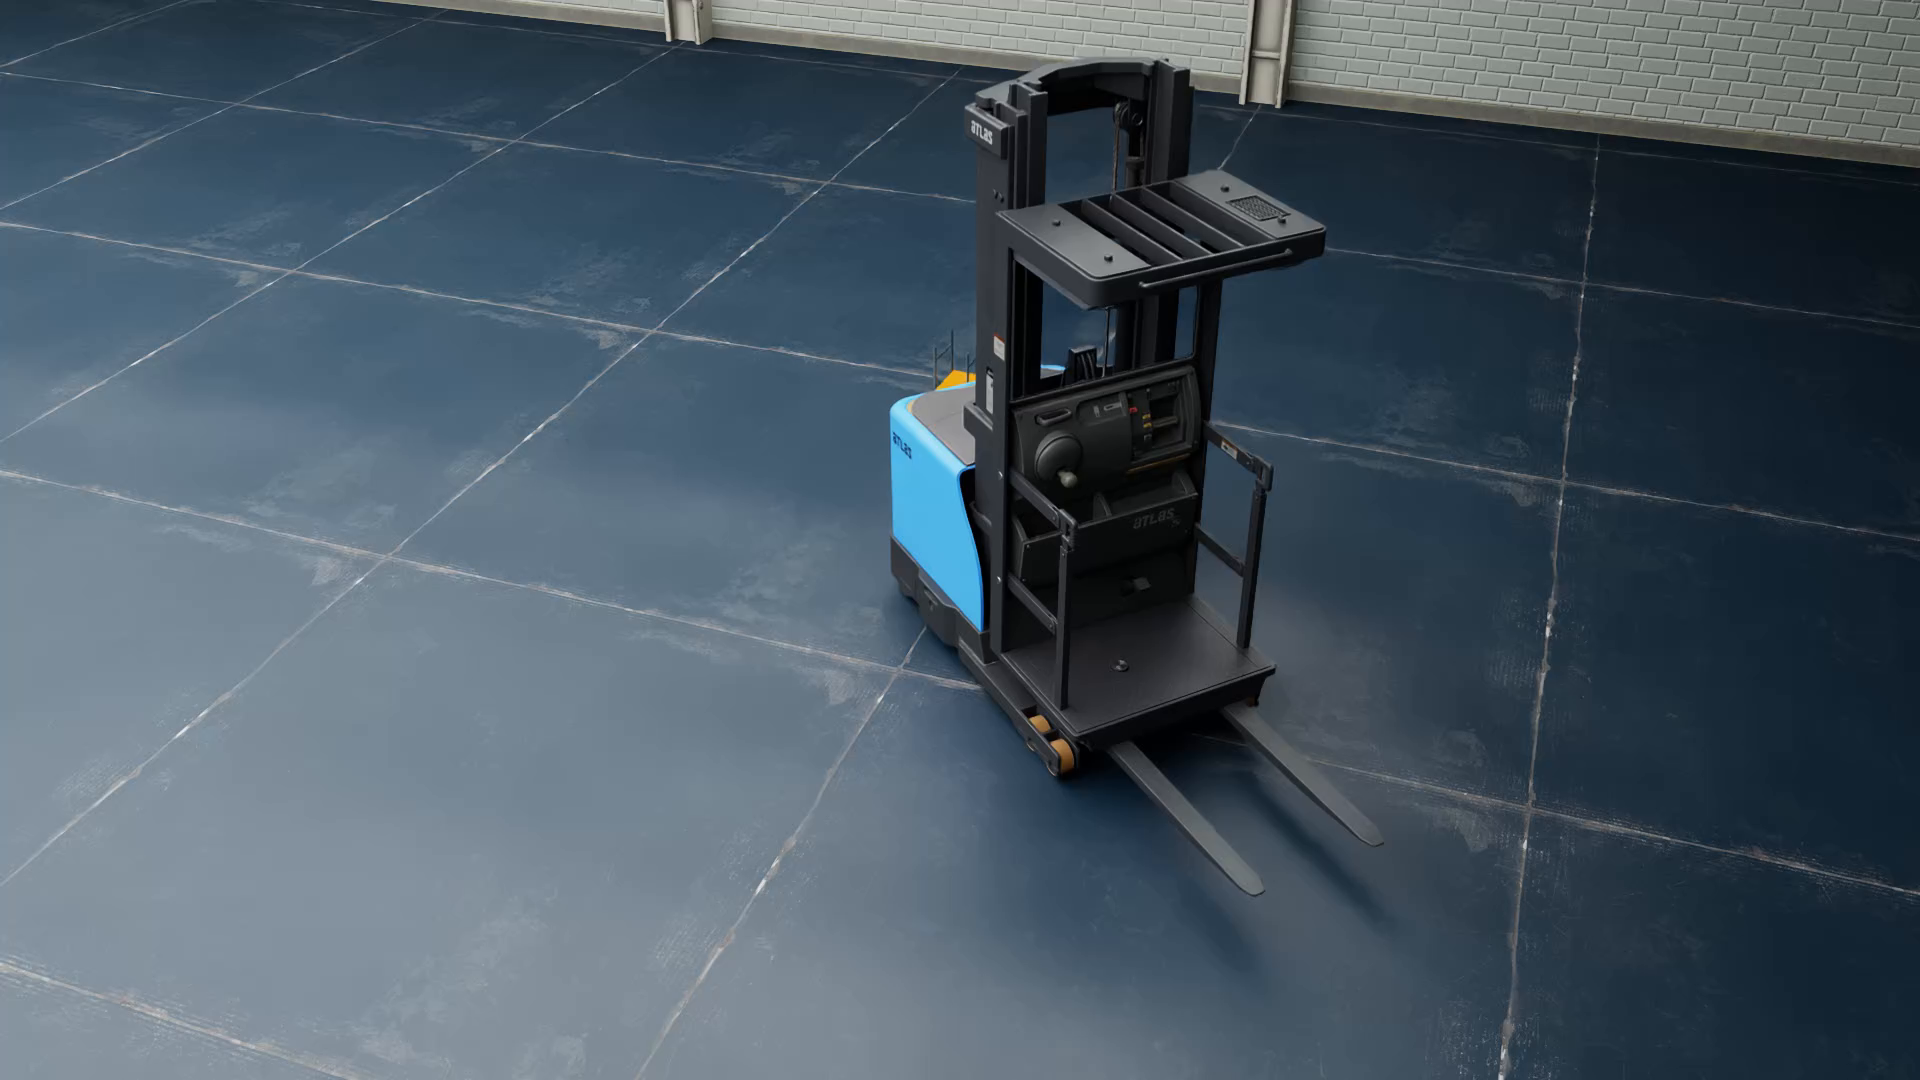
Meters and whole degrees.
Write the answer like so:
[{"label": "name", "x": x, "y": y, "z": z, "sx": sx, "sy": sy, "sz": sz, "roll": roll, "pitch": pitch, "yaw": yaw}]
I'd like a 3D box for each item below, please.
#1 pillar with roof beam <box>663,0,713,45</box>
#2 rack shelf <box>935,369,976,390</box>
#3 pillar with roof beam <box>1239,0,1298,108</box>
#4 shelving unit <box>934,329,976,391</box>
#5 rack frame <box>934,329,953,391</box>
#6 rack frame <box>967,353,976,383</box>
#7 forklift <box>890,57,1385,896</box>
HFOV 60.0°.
[{"label": "pillar with roof beam", "x": -4.259, "y": -6.797, "z": 11.450, "sx": 0.400, "sy": 9.000, "sz": 9.100, "roll": 11, "pitch": 34, "yaw": 16}, {"label": "rack shelf", "x": 0.000, "y": -0.790, "z": 8.753, "sx": 0.180, "sy": 0.103, "sz": 0.258, "roll": 13, "pitch": 35, "yaw": 19}, {"label": "pillar with roof beam", "x": 1.389, "y": -5.699, "z": 9.749, "sx": 0.400, "sy": 9.000, "sz": 9.100, "roll": 11, "pitch": 34, "yaw": 16}, {"label": "shelving unit", "x": 0.000, "y": -0.524, "z": 8.924, "sx": 0.189, "sy": 1.200, "sz": 0.258, "roll": 13, "pitch": 35, "yaw": 19}, {"label": "rack frame", "x": -0.084, "y": -0.544, "z": 8.954, "sx": 0.006, "sy": 1.200, "sz": 0.240, "roll": 13, "pitch": 35, "yaw": 19}, {"label": "rack frame", "x": 0.084, "y": -0.505, "z": 8.894, "sx": 0.006, "sy": 1.200, "sz": 0.240, "roll": 13, "pitch": 35, "yaw": 19}, {"label": "forklift", "x": 0.762, "y": -0.439, "z": 7.196, "sx": 1.130, "sy": 2.935, "sz": 3.031, "roll": -16, "pitch": 36, "yaw": -23}]
